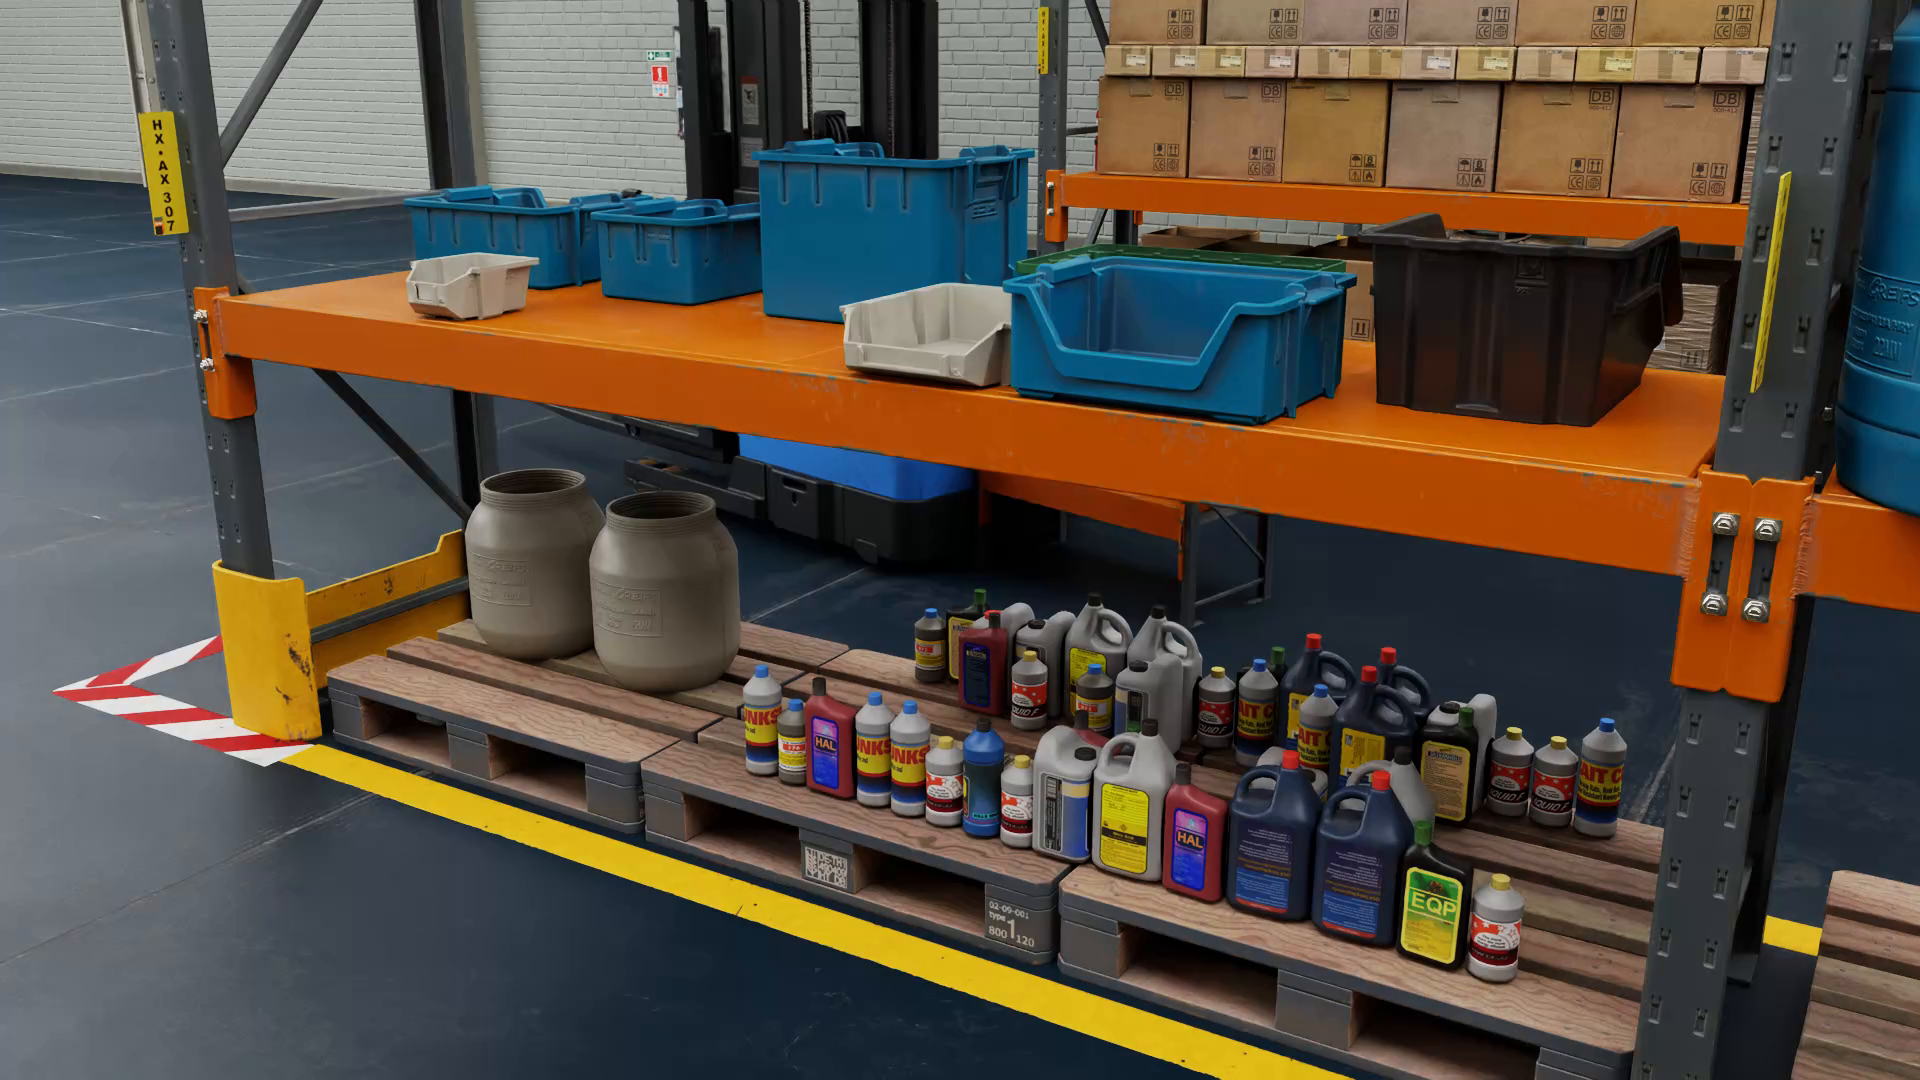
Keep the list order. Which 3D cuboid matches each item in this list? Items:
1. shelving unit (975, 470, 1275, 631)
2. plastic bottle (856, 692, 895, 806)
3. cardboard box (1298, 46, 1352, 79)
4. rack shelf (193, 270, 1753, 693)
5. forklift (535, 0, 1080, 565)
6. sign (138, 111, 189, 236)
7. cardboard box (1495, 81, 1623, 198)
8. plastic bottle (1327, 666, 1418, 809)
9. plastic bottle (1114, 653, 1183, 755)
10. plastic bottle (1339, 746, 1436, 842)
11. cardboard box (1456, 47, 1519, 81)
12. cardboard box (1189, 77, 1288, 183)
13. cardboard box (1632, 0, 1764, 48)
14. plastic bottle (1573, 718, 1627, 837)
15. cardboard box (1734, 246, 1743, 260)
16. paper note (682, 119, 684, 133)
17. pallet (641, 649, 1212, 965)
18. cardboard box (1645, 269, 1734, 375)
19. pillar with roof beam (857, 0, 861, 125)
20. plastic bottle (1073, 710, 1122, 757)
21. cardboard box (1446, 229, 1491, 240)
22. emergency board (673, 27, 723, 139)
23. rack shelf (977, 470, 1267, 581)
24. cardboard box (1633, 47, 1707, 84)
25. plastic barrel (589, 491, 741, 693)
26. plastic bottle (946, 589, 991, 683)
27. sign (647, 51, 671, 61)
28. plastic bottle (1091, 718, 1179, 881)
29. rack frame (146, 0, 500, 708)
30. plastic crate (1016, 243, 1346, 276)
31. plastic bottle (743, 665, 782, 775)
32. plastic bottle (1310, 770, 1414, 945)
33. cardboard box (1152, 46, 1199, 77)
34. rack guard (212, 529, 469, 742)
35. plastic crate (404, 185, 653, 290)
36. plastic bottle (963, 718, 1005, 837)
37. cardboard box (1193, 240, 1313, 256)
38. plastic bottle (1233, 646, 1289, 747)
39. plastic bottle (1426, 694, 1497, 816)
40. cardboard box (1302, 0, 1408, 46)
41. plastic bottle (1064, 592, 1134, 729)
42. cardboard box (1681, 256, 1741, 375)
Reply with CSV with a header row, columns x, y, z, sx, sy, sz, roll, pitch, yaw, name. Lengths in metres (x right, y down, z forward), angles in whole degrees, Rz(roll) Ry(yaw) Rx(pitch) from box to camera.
x,y,z,sx,sy,sz,roll,pitch,yaw,name
0.605,-0.378,6.190,0.538,1.125,1.048,-16,23,-42,shelving unit
-0.203,0.499,4.016,0.097,0.271,0.097,0,17,0,plastic bottle
1.821,-2.316,8.057,0.250,0.149,0.380,9,19,28,cardboard box
-0.173,-0.353,4.120,4.000,0.370,1.077,10,20,30,rack shelf
-0.875,-1.656,7.290,1.130,2.935,3.031,-16,23,-42,forklift
-2.169,-0.998,4.530,0.005,0.325,0.100,10,20,30,sign
2.867,-1.889,7.766,0.500,0.500,0.700,10,20,31,cardboard box
0.985,0.474,3.960,0.185,0.351,0.144,10,20,30,plastic bottle
0.482,0.421,4.262,0.135,0.276,0.152,10,20,30,plastic bottle
0.907,0.602,3.540,0.185,0.351,0.144,10,20,30,plastic bottle
2.474,-2.199,7.671,0.250,0.149,0.380,11,20,32,cardboard box
1.560,-2.123,8.536,0.500,0.500,0.700,11,20,31,cardboard box
3.314,-2.430,7.317,0.500,0.500,0.700,10,20,30,cardboard box
1.489,0.545,3.864,0.097,0.271,0.097,0,17,0,plastic bottle
5.811,-2.009,11.878,0.500,0.500,0.500,8,19,26,cardboard box
-2.956,-4.483,17.995,0.142,0.148,0.016,10,20,30,paper note
-0.063,0.643,4.400,1.213,0.211,1.003,10,20,30,pallet
3.198,-0.959,7.594,0.500,0.500,0.500,10,20,30,cardboard box
-3.009,-6.280,12.072,0.400,9.000,9.100,10,20,30,pillar with roof beam
0.312,0.539,3.862,0.133,0.283,0.061,10,20,30,plastic bottle
3.850,-2.251,13.002,0.500,0.311,0.500,8,19,24,cardboard box
-2.842,-4.861,17.722,0.643,1.169,0.194,10,20,30,emergency board
0.605,-0.144,6.261,0.538,0.278,1.000,-16,23,-42,rack shelf
3.125,-2.083,7.289,0.250,0.149,0.380,10,20,30,cardboard box
-0.849,0.145,4.799,0.421,0.512,0.421,0,17,0,plastic barrel
0.027,0.272,4.742,0.133,0.283,0.061,11,20,31,plastic bottle
-3.259,-5.238,17.992,0.331,0.109,0.001,10,20,30,sign
0.393,0.559,3.680,0.185,0.351,0.144,10,20,30,plastic bottle
-1.877,-1.001,5.017,0.127,3.000,1.000,10,20,30,rack frame
0.523,-0.568,3.955,0.662,0.188,0.450,10,20,30,plastic crate
-0.495,0.447,4.188,0.097,0.271,0.097,0,17,0,plastic bottle
0.832,0.637,3.422,0.185,0.351,0.144,10,19,29,plastic bottle
1.167,-2.433,8.443,0.250,0.149,0.380,10,19,29,cardboard box
-1.788,0.195,5.381,0.348,0.500,1.175,10,20,30,rack guard
-1.294,-0.928,5.032,0.616,0.251,0.499,10,20,30,plastic crate
0.055,0.545,3.864,0.097,0.271,0.097,0,17,0,plastic bottle
1.486,-1.259,8.585,0.500,0.500,0.500,10,20,30,cardboard box
0.781,0.407,4.298,0.133,0.283,0.061,11,20,32,plastic bottle
1.200,0.500,4.002,0.135,0.276,0.152,11,20,32,plastic bottle
2.036,-2.659,8.069,0.500,0.500,0.700,10,20,30,cardboard box
0.379,0.317,4.478,0.185,0.351,0.144,11,20,32,plastic bottle
3.466,-1.085,8.012,0.500,0.500,0.500,10,20,30,cardboard box
